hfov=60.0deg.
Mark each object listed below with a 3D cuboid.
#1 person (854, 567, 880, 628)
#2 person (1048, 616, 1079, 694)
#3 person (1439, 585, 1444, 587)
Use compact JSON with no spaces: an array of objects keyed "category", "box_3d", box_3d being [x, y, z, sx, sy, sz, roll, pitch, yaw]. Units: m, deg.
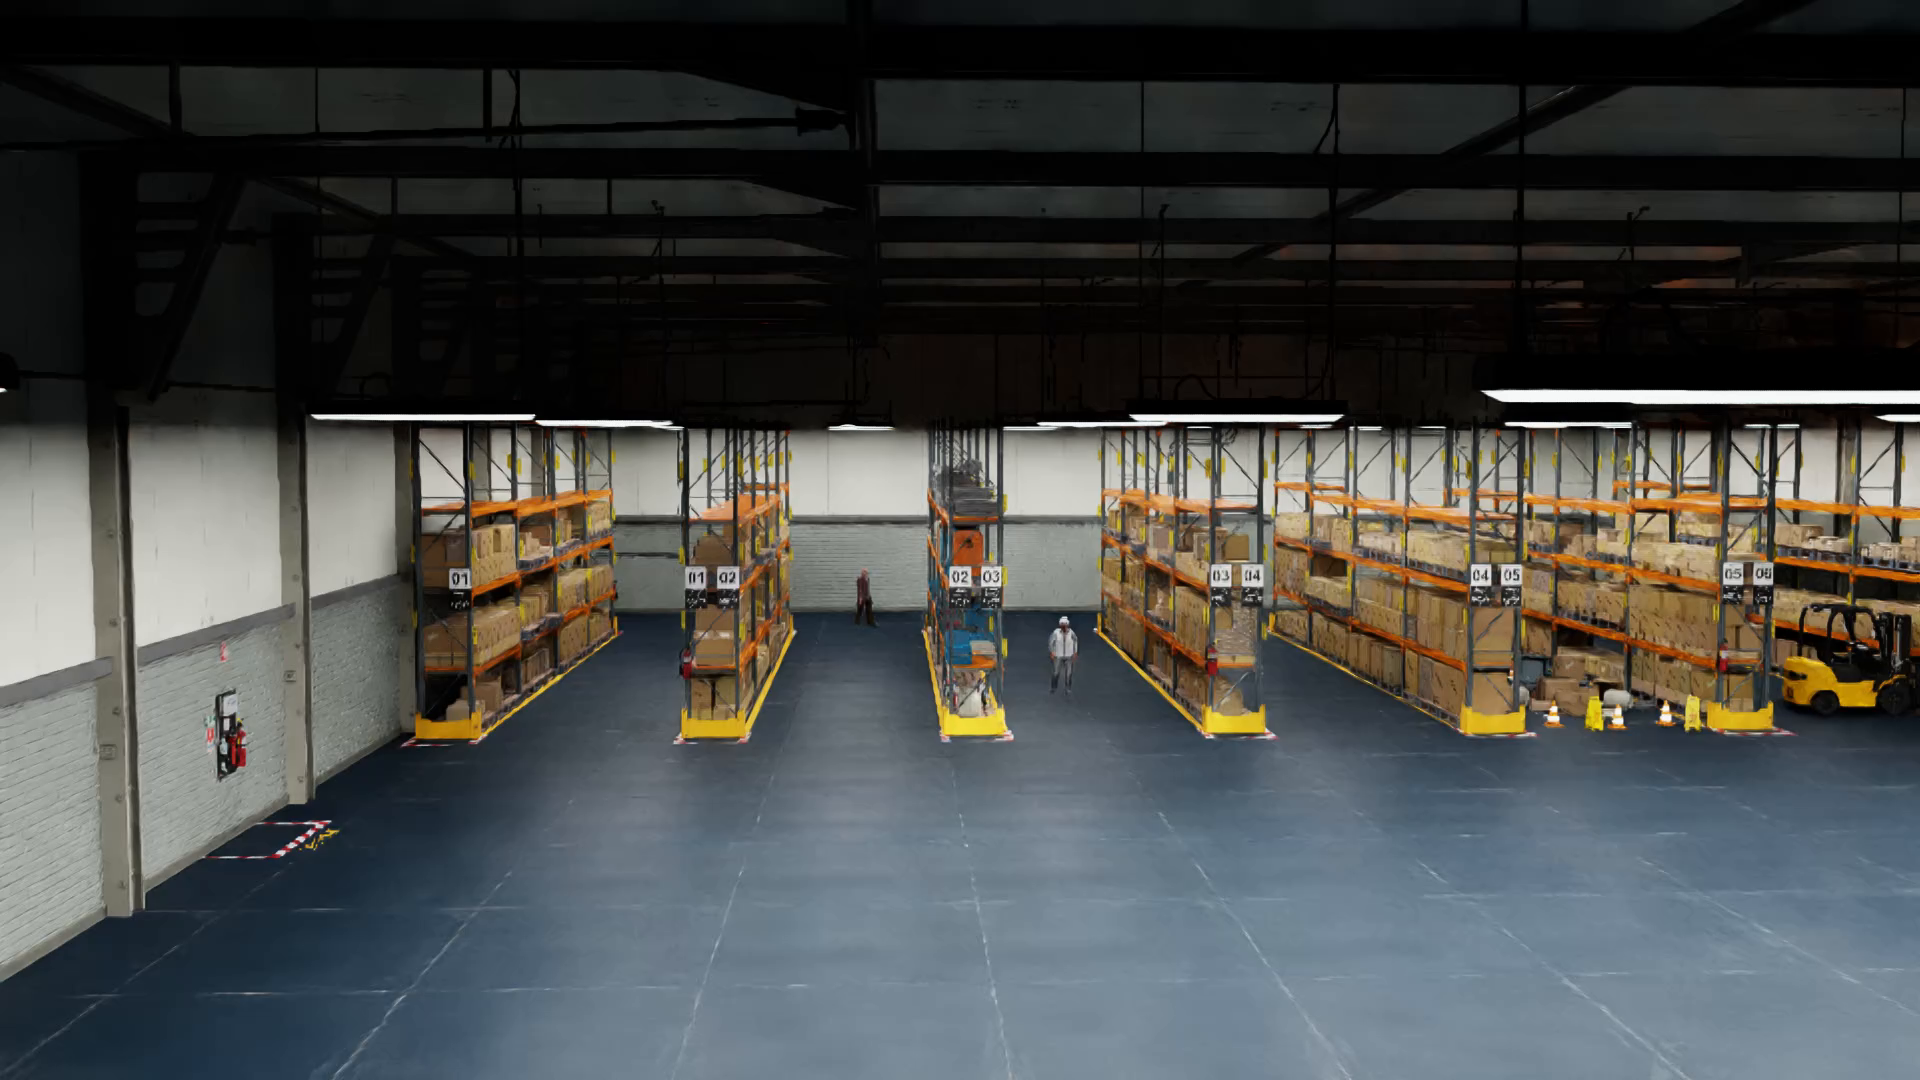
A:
[{"category":"person","box_3d":[-2.769,1.662,48.441,0.576,1.770,0.771,2,4,33]},{"category":"person","box_3d":[2.247,2.504,36.234,0.677,1.726,0.574,0,4,-4]},{"category":"person","box_3d":[12.587,1.979,43.426,0.477,1.789,0.634,-2,4,-29]}]
